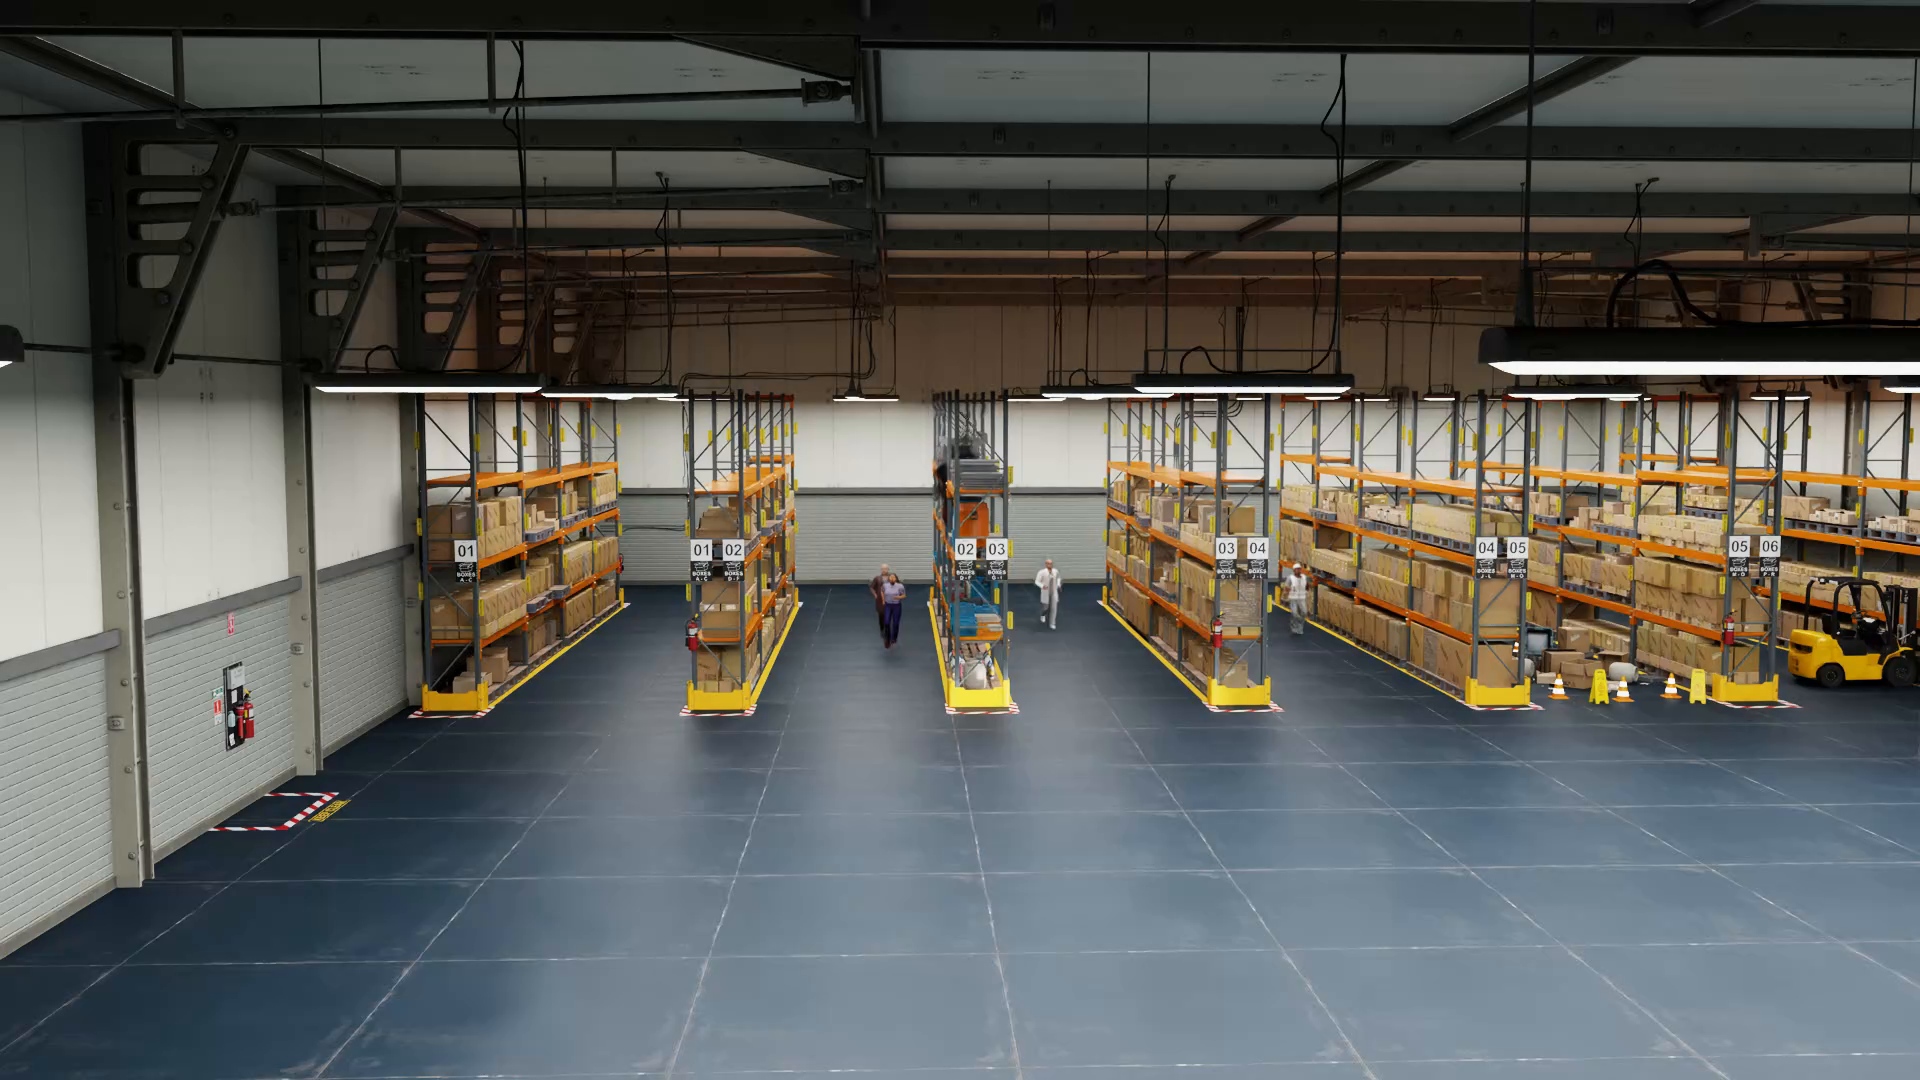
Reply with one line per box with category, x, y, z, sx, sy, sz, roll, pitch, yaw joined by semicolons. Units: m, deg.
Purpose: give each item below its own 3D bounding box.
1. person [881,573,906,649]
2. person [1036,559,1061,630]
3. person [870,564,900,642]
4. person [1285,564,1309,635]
person;-1.513;1.597;37.553;0.591;1.702;0.705;0;5;2
person;2.280;1.373;42.569;0.716;1.759;0.962;-1;5;-15
person;-1.723;1.445;38.527;0.724;1.757;0.883;0;5;0
person;8.389;1.481;41.209;0.662;1.782;0.644;0;5;-3
